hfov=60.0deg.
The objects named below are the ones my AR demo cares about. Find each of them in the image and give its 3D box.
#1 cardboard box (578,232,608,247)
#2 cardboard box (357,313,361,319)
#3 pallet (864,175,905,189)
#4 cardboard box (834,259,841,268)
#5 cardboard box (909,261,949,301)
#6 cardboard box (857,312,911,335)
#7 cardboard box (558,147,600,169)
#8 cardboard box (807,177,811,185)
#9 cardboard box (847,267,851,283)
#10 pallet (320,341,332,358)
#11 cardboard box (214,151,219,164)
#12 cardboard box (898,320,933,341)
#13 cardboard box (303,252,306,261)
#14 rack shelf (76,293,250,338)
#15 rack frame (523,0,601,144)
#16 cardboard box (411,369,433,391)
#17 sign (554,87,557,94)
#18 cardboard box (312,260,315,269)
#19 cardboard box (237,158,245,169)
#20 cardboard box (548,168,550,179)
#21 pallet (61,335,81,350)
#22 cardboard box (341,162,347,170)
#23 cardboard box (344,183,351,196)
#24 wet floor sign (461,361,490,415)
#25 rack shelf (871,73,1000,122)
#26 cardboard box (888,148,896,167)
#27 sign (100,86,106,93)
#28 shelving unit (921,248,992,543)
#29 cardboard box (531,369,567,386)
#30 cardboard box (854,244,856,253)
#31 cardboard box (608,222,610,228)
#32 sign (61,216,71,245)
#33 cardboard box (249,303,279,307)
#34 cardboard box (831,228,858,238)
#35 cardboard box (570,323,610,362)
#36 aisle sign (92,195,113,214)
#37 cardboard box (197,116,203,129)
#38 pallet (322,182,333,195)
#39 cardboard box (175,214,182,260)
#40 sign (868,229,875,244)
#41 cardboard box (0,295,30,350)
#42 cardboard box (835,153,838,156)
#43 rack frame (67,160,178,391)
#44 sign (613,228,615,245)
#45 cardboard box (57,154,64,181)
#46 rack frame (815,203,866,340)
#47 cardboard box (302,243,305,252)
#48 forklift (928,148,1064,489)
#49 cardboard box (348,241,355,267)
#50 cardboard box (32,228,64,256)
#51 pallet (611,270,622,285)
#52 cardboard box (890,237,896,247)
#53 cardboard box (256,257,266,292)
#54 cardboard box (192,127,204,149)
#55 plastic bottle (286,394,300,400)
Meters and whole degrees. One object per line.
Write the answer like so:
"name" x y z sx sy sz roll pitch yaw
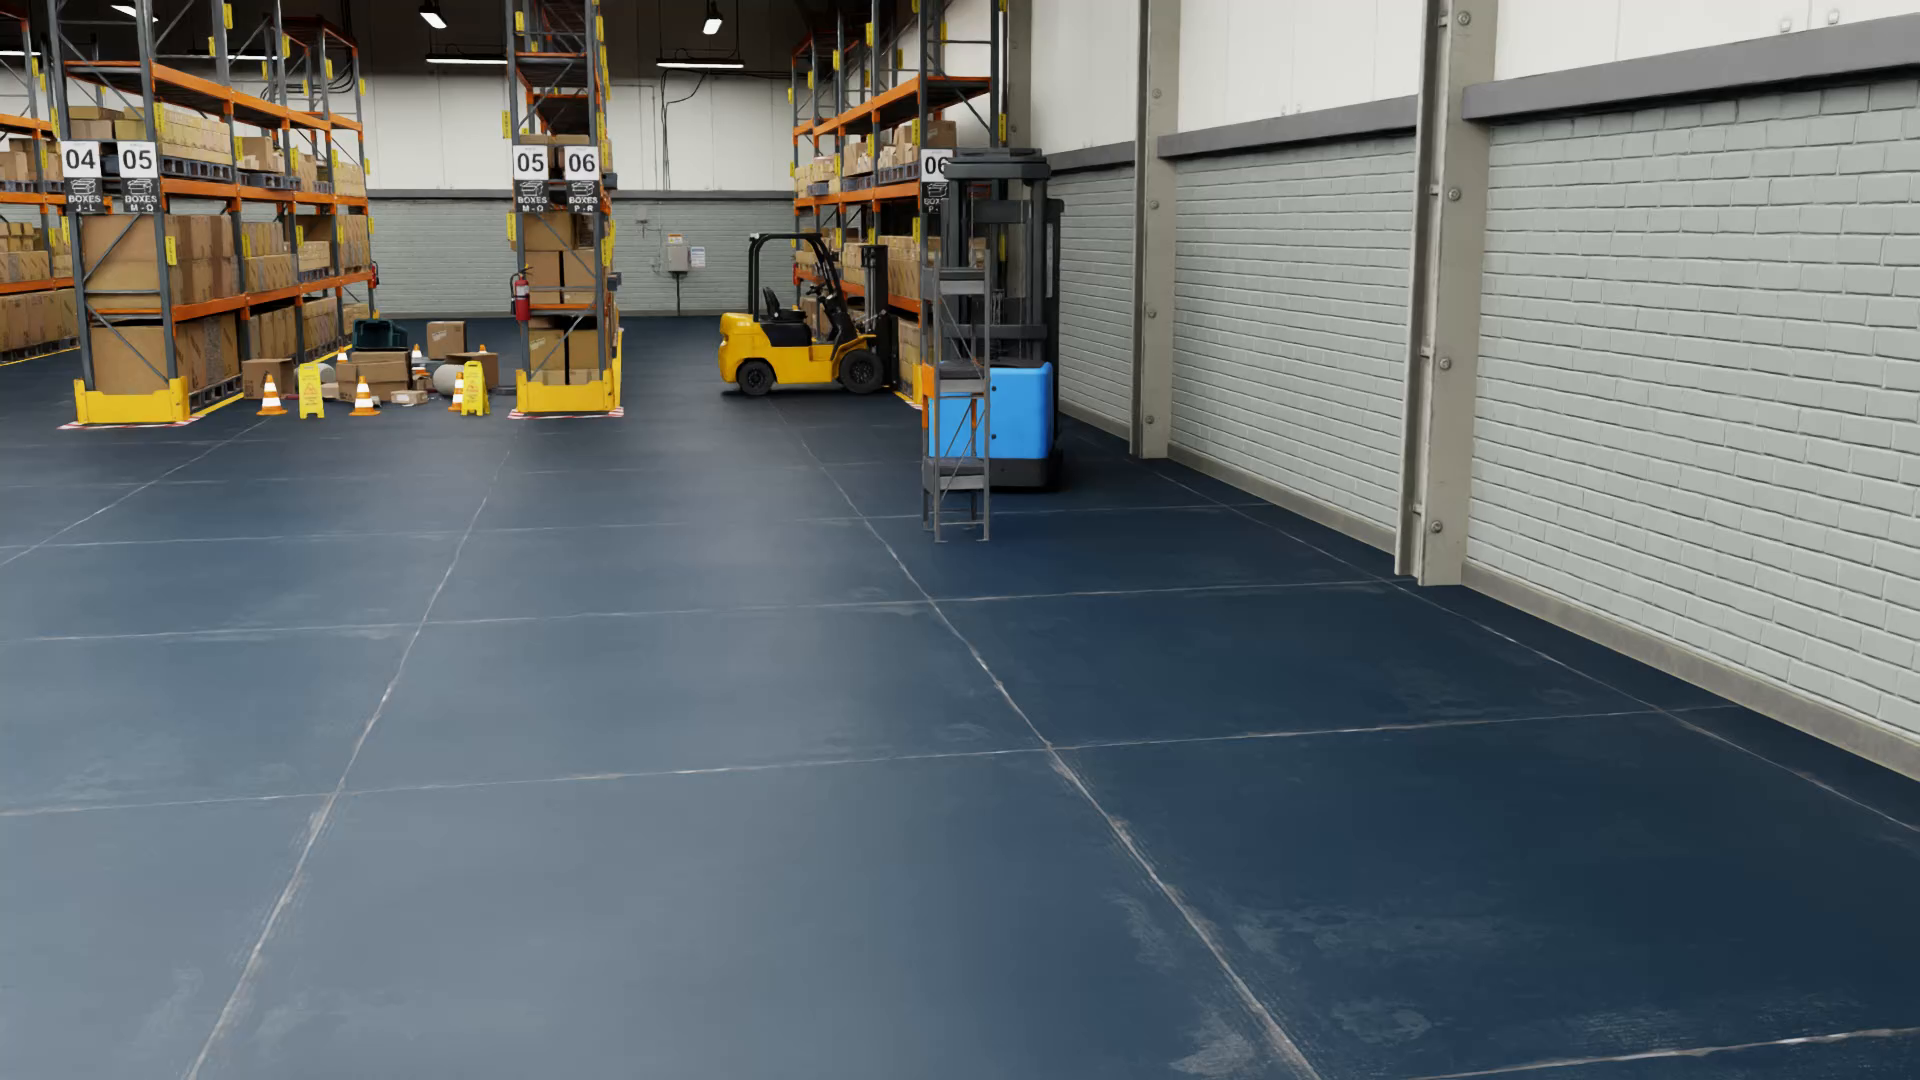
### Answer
"cardboard box" -5.470 -4.312 24.644 0.500 0.500 0.500 -2 11 -10
"cardboard box" -12.200 -4.445 33.232 0.380 0.149 0.250 -2 11 -8
"pallet" -0.977 -5.536 25.751 0.805 0.209 1.217 -3 11 -13
"cardboard box" -2.074 -4.919 29.564 0.380 0.149 0.250 -2 11 -10
"cardboard box" -0.368 -3.392 21.726 0.500 0.500 0.500 -2 11 -12
"cardboard box" -1.196 -3.411 27.323 0.875 0.625 0.625 -3 11 -13
"cardboard box" -4.719 -4.729 20.601 0.500 0.250 0.500 -2 11 -12
"cardboard box" -2.799 -7.183 33.497 0.500 0.250 0.500 -3 11 -13
"cardboard box" -1.631 -4.473 28.075 0.500 0.250 0.500 -2 11 -12
"pallet" -11.659 -3.346 29.213 1.003 0.211 1.213 -2 11 -11
"cardboard box" -9.961 -5.026 21.838 0.380 0.149 0.250 -2 11 -11
"cardboard box" -0.623 -2.867 22.795 0.500 0.250 0.500 -2 11 -10
"cardboard box" -11.331 -4.819 28.246 0.380 0.149 0.250 -2 11 -11
"rack shelf" -10.107 -2.896 21.311 1.077 0.370 4.000 -2 11 -11
"rack frame" -5.660 -6.761 23.653 1.000 3.000 0.127 -2 11 -11
"cardboard box" -7.607 -2.244 23.275 0.396 0.266 0.258 9 14 38
"sign" -8.540 -9.480 35.014 0.100 0.325 0.005 -2 11 -11
"cardboard box" -11.472 -4.813 29.008 0.380 0.149 0.250 -2 11 -13
"cardboard box" -10.455 -5.421 23.912 0.250 0.149 0.380 -2 11 -11
"cardboard box" -5.226 -4.486 20.393 0.380 0.149 0.250 -2 11 -11
"pallet" -17.008 -3.694 31.038 1.003 0.211 1.213 -2 11 -11
"cardboard box" -12.080 -7.229 32.132 0.380 0.149 0.250 -2 11 -8
"cardboard box" -12.072 -6.765 32.096 0.500 0.250 0.500 -2 11 -9
"wet floor sign" -5.895 -1.850 20.192 0.267 0.644 0.232 2 11 9
"rack shelf" -0.403 -6.026 22.783 1.077 0.370 4.000 -2 11 -11
"cardboard box" -0.801 -5.375 23.361 0.396 0.266 0.258 -2 11 -12
"sign" -17.180 -9.117 33.318 0.100 0.325 0.005 -2 11 -11
"shelving unit" -0.032 -1.062 12.160 0.431 2.100 0.503 -2 11 -11
"cardboard box" -5.308 -2.079 21.328 0.500 0.250 0.500 -2 11 -11
"cardboard box" -1.536 -4.791 27.345 0.380 0.149 0.250 -2 11 -10
"cardboard box" -6.775 -5.654 30.940 0.500 0.500 0.500 -2 11 -10
"sign" -10.253 -3.550 19.096 0.100 0.325 0.005 -2 11 -11
"cardboard box" -11.664 -3.812 27.759 0.500 0.250 0.500 -2 11 -12
"cardboard box" -2.377 -6.186 34.277 0.500 0.500 0.500 -2 11 -13
"cardboard box" -4.969 -2.655 22.348 0.500 0.500 0.500 -2 11 -10
"aisle sign" -17.435 -6.956 33.768 0.394 0.787 0.004 -2 11 -11
"cardboard box" -9.817 -5.279 21.036 0.380 0.149 0.250 -2 11 -10
"pallet" -12.037 -6.347 30.002 1.213 0.211 1.003 -2 11 -11
"cardboard box" -9.950 -3.653 20.079 0.875 0.550 0.550 -2 11 -11
"sign" -1.323 -4.504 24.952 0.100 0.325 0.005 -2 11 -11
"cardboard box" -16.439 -3.641 27.864 1.225 0.875 0.875 -2 11 -11
"cardboard box" -2.221 -7.364 32.221 0.396 0.266 0.258 -2 11 -12
"rack frame" -9.718 -2.882 19.317 1.000 3.000 0.127 -2 11 -11
"sign" -6.686 -5.833 31.935 0.100 0.325 0.005 -2 11 -11
"cardboard box" -17.211 -7.040 31.484 0.700 0.500 0.500 -2 11 -9
"rack frame" -2.348 -5.463 32.875 1.000 3.000 0.127 -2 11 -11
"cardboard box" -11.323 -4.959 28.187 0.380 0.149 0.250 -3 11 -13
"forklift" 0.394 -2.115 15.468 1.130 2.935 3.031 1 11 6
"cardboard box" -12.067 -5.562 32.336 0.500 0.500 0.500 -2 11 -12
"cardboard box" -16.780 -5.459 30.456 0.500 0.500 0.500 -2 11 -11
"pallet" -6.195 -4.327 27.420 1.213 0.211 1.003 -2 11 -11
"cardboard box" -0.797 -4.251 23.713 0.380 0.149 0.250 -2 11 -12
"cardboard box" -10.434 -3.864 24.206 0.500 0.500 0.500 -2 11 -11
"cardboard box" -9.856 -5.059 20.946 0.500 0.250 0.500 -2 11 -11
"plastic bottle" -8.750 -1.894 21.983 0.283 0.061 0.133 -6 13 -31
